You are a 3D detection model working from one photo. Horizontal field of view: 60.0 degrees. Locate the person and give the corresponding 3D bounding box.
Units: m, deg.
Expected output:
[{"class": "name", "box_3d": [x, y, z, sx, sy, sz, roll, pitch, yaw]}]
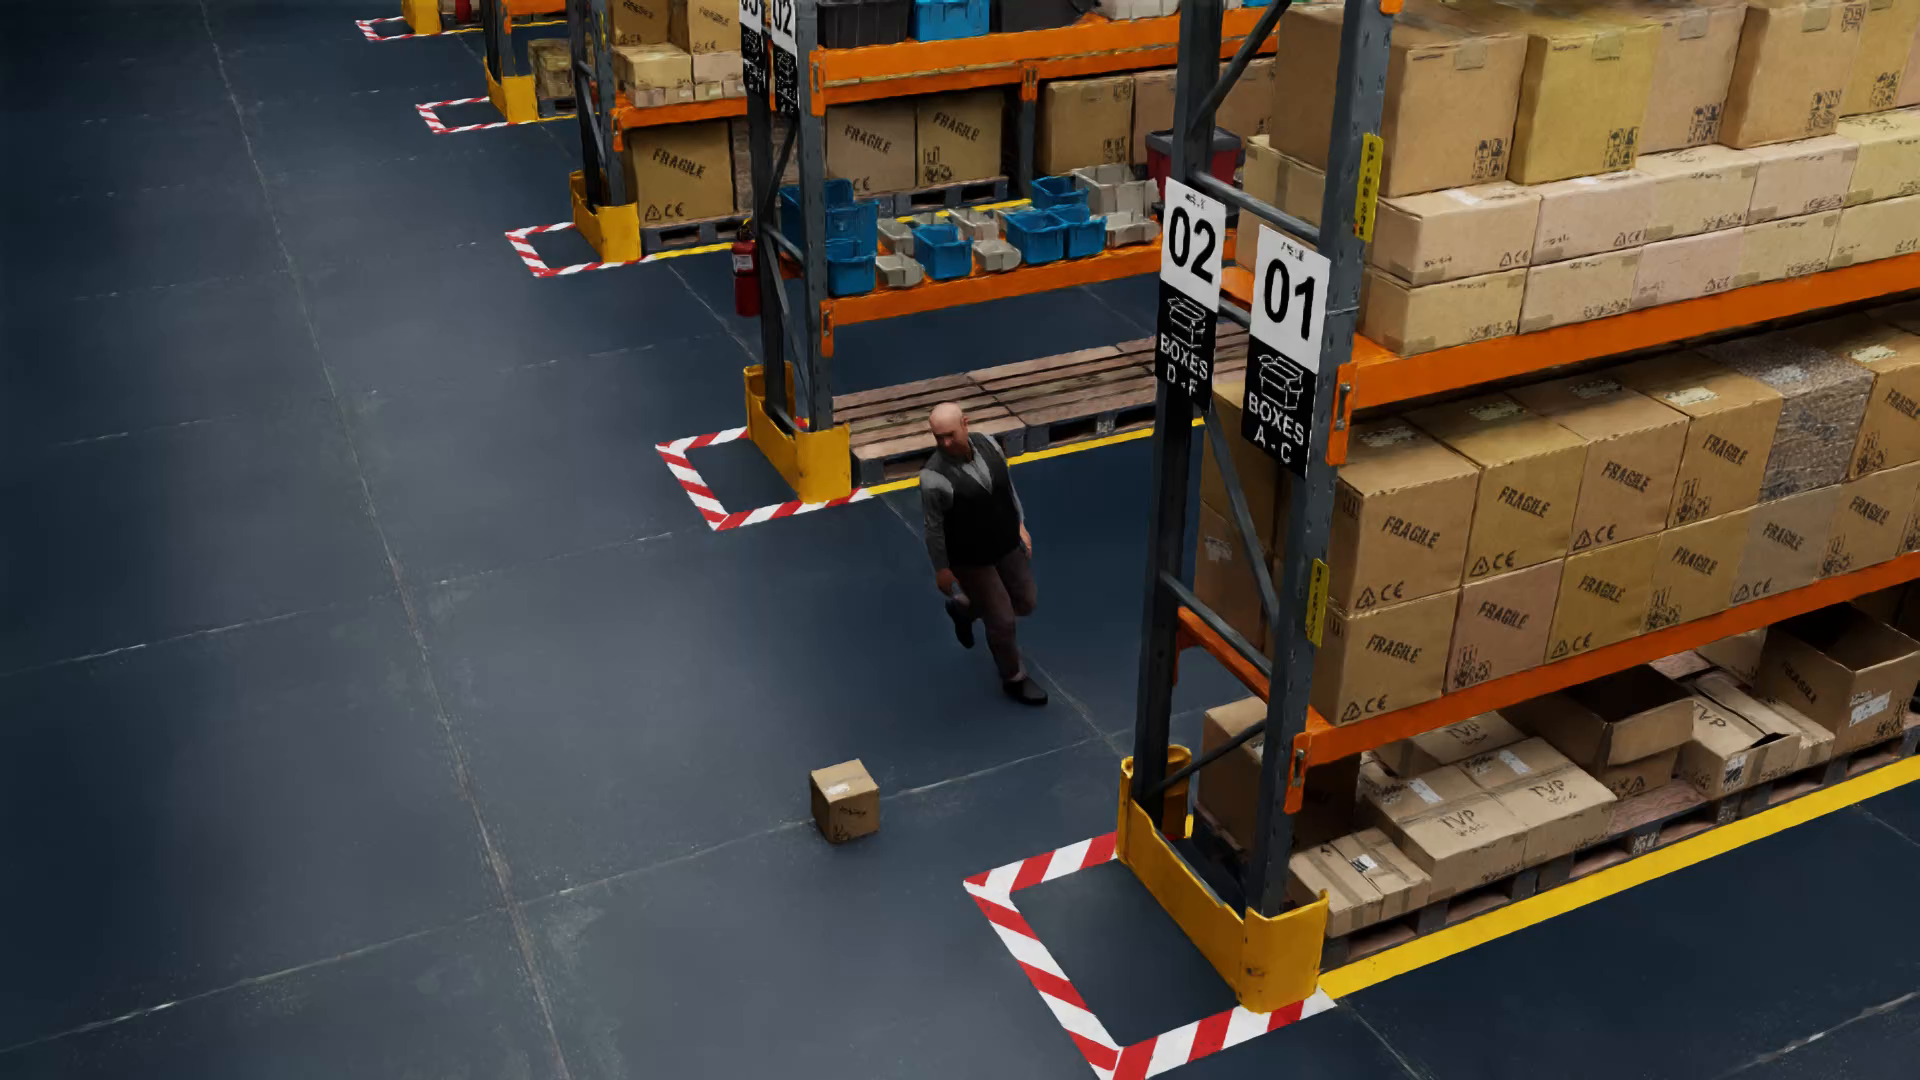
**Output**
[{"class": "person", "box_3d": [0.103, 0.066, 8.418, 0.731, 1.664, 0.609, 25, 38, 37]}]
